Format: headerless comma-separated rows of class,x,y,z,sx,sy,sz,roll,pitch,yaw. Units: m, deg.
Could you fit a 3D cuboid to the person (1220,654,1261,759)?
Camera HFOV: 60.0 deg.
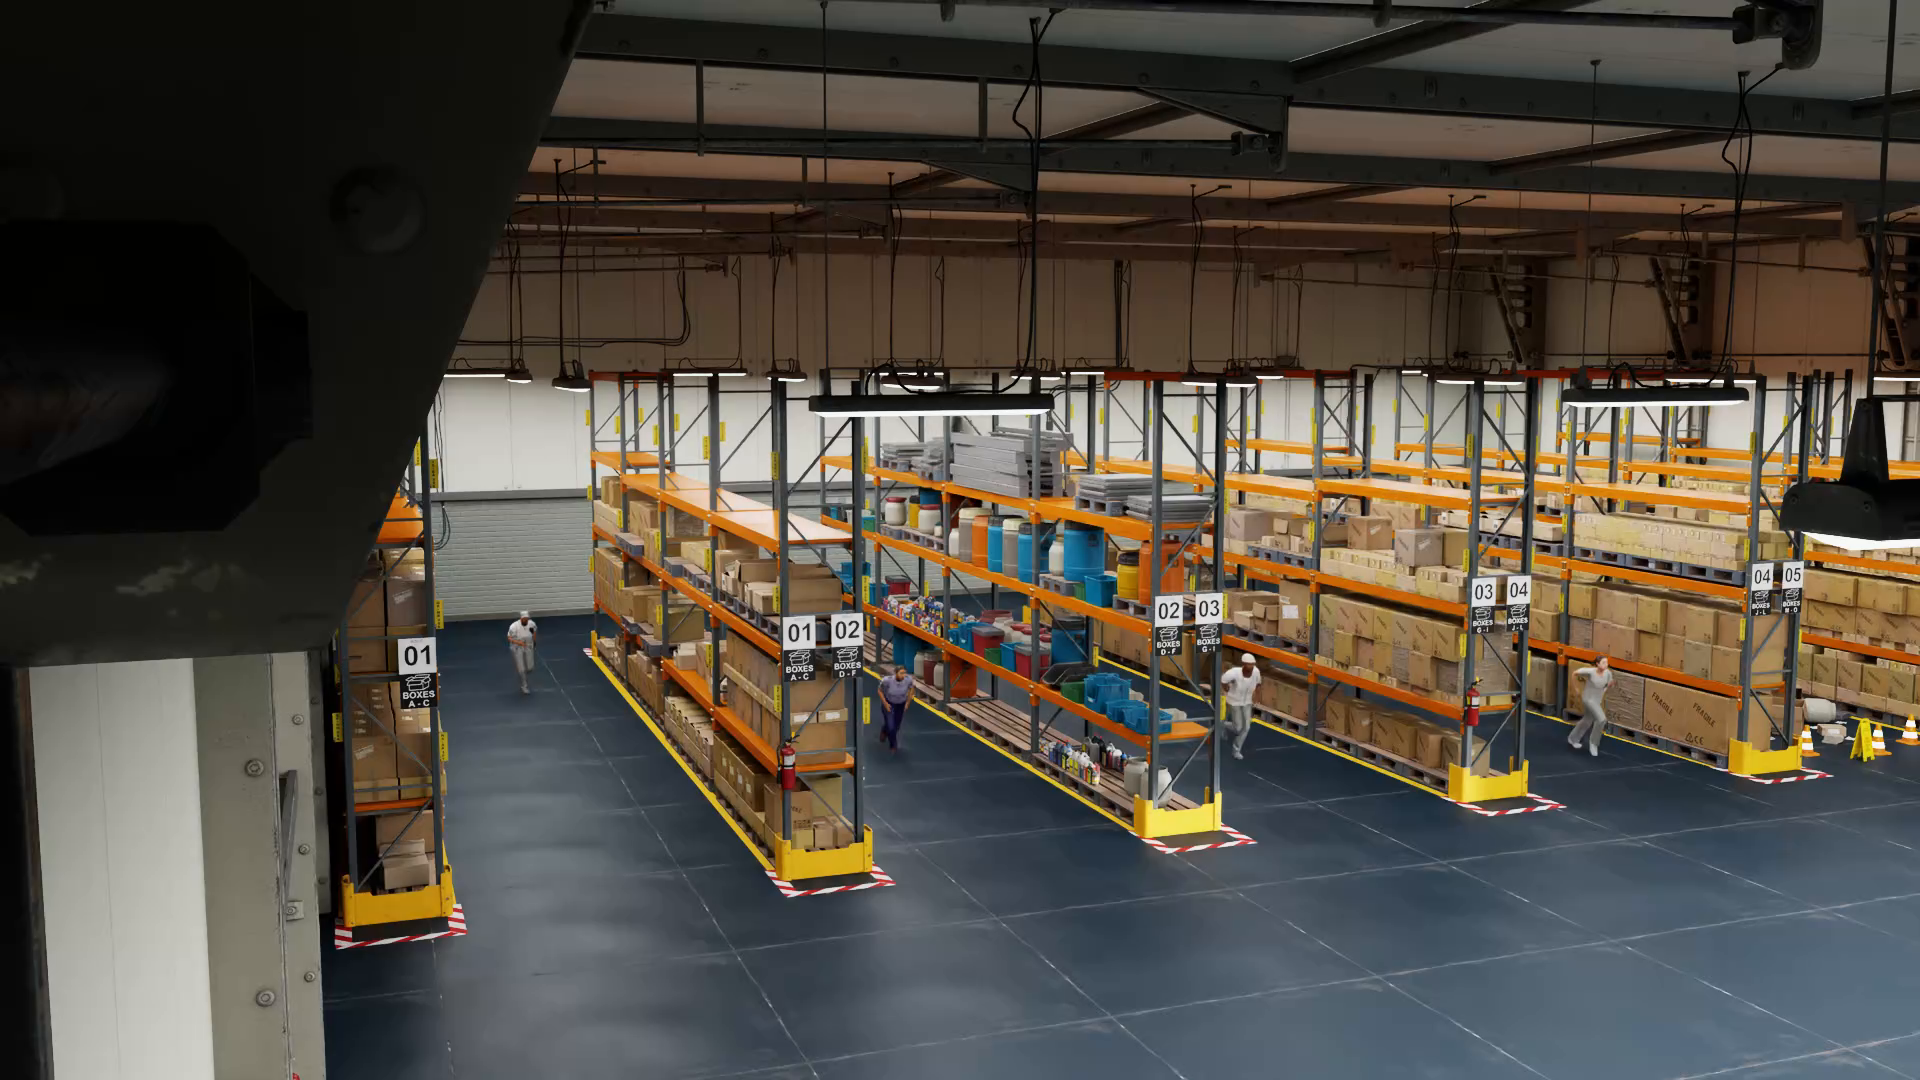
person,4.400,2.590,26.223,0.695,1.691,0.814,-3,7,-26

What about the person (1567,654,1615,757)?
person,9.983,2.582,26.312,0.558,1.628,0.872,-3,7,-25

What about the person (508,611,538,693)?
person,-8.170,2.089,31.137,0.596,1.597,0.671,-3,7,-26

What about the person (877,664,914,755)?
person,-1.064,2.657,26.536,0.613,1.492,0.942,-3,7,-22
